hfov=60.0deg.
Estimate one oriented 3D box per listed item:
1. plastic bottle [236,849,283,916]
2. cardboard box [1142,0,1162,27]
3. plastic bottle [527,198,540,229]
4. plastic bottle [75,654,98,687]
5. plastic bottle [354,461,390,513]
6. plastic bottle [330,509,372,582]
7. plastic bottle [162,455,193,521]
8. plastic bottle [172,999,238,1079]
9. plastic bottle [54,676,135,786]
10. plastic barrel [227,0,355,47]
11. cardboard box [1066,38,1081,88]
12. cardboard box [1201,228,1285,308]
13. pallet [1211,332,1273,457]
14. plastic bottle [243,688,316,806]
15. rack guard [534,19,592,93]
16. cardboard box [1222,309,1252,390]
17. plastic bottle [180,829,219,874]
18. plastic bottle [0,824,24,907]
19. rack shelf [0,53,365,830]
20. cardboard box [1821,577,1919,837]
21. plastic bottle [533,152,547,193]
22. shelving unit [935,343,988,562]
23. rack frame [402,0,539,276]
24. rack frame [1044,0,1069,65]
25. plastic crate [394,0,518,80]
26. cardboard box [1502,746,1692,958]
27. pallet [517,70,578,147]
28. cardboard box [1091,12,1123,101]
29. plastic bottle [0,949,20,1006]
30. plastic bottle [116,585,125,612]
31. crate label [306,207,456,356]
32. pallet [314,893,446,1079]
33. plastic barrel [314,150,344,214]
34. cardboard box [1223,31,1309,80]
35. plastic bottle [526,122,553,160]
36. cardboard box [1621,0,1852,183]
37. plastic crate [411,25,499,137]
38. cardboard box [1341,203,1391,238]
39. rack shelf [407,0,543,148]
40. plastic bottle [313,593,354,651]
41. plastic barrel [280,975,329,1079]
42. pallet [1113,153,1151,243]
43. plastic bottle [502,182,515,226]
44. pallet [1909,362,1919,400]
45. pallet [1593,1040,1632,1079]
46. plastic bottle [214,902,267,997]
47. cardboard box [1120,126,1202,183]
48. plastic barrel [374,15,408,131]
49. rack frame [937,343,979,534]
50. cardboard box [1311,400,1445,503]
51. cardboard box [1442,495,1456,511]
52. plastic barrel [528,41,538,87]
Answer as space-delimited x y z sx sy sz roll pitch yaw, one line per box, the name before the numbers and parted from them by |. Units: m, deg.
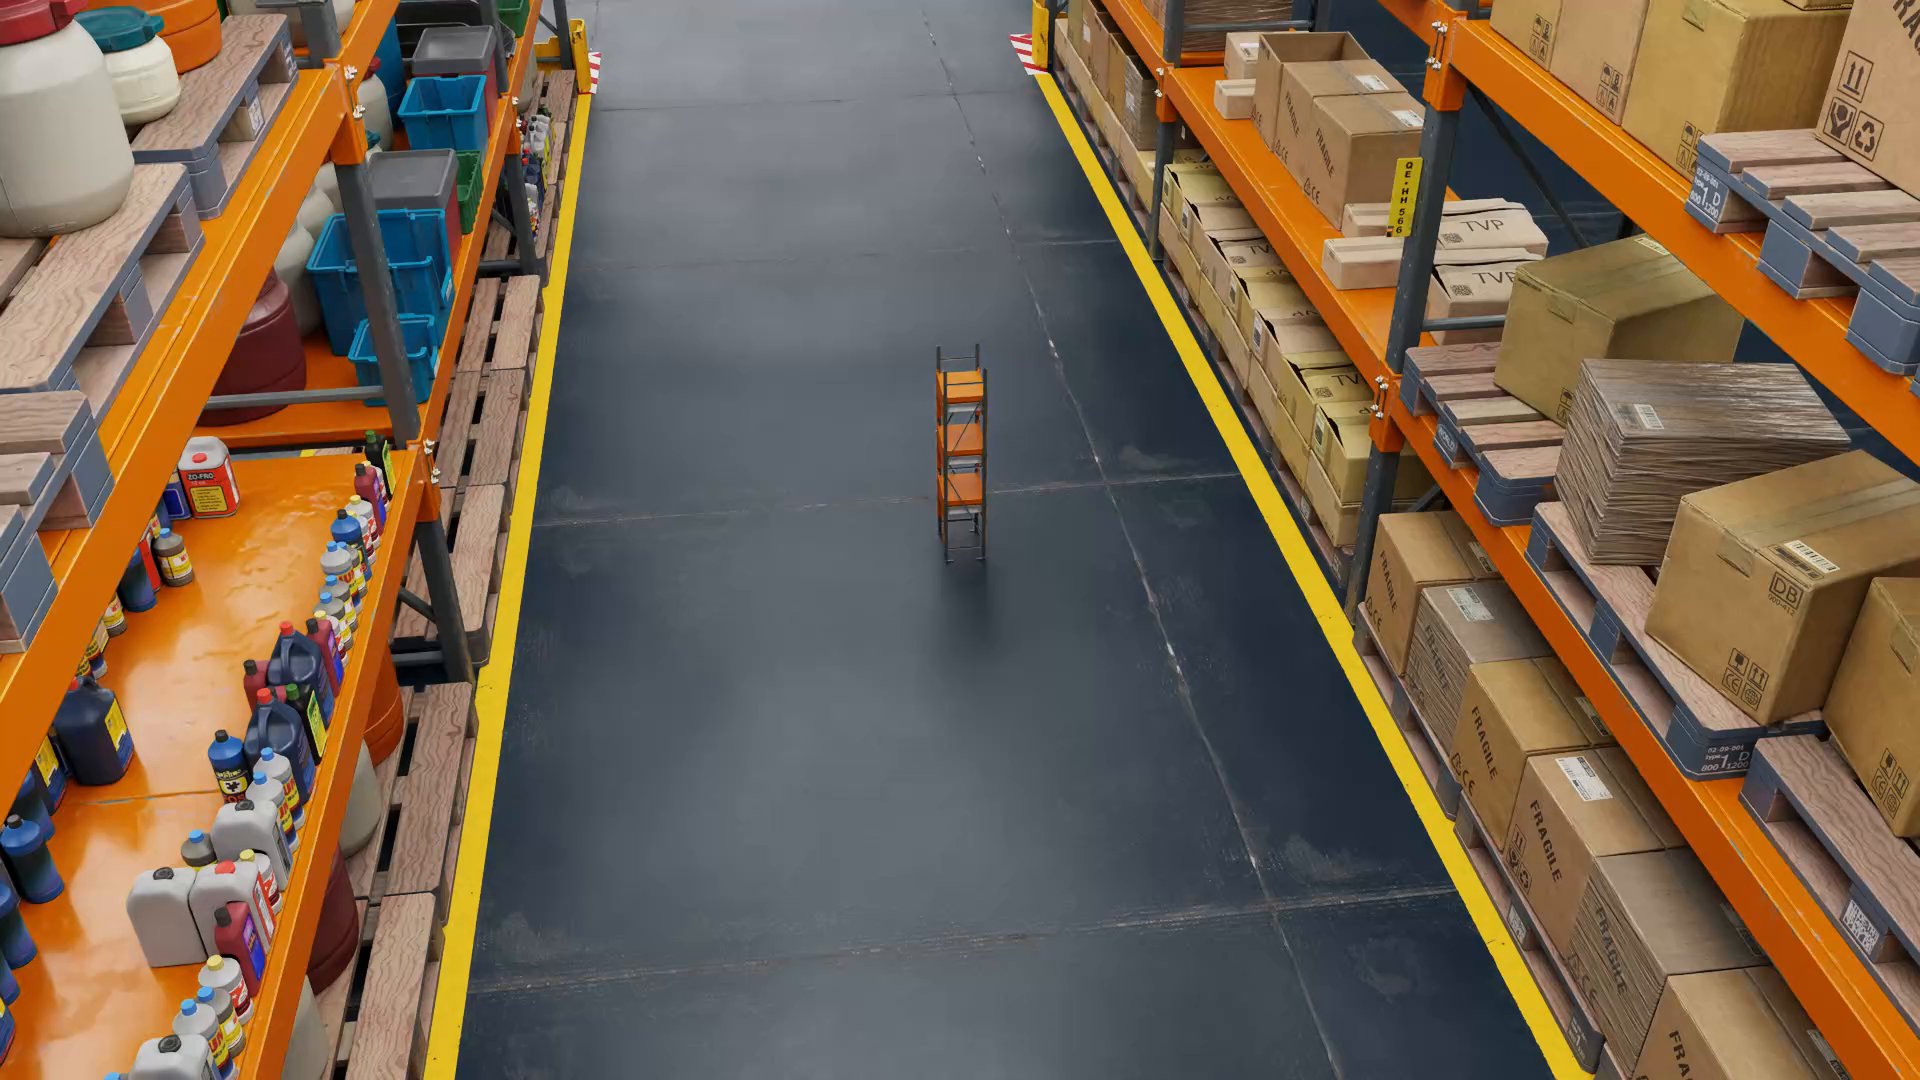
plastic bottle | -1.876 0.909 4.429 0.097 0.201 0.097 0 34 0
cardboard box | 1.612 -3.722 10.959 0.700 0.500 0.500 -5 35 -7
plastic bottle | -2.790 -2.117 10.786 0.097 0.201 0.097 0 34 0
plastic bottle | -2.765 0.367 5.162 0.097 0.271 0.097 0 34 0
plastic bottle | -2.141 -0.193 6.046 0.097 0.201 0.097 0 34 0
plastic bottle | -2.084 0.015 5.678 0.097 0.271 0.097 0 34 0
plastic bottle | -2.878 -0.217 6.015 0.152 0.276 0.135 -4 35 -6
plastic bottle | -1.800 1.193 3.951 0.097 0.271 0.097 0 34 0
plastic bottle | -2.541 0.529 4.855 0.144 0.351 0.185 -4 35 -6
plastic barrel | -2.354 -2.017 5.783 0.421 0.512 0.421 0 34 0
cardboard box | 1.140 -3.814 13.252 0.500 0.250 0.500 -4 35 -6
cardboard box | 1.697 -1.591 9.491 0.500 0.311 0.500 -5 35 -8
pallet | 2.060 -0.897 9.379 1.003 0.211 1.213 -4 35 -6
plastic bottle | -1.962 0.587 4.769 0.144 0.351 0.185 -4 35 -6
rack guard | -3.635 -3.927 13.568 1.175 0.500 0.348 -4 35 -6
cardboard box | 1.771 -1.075 9.233 0.500 0.250 0.500 -4 34 -5
plastic bottle | -2.039 0.866 4.492 0.097 0.201 0.097 0 34 0
plastic bottle | -2.618 0.864 4.429 0.152 0.276 0.135 -4 35 -6
rack shelf | -2.347 -0.361 4.091 1.077 0.370 4.000 -4 35 -6
cardboard box | 2.834 0.449 4.465 0.700 0.500 0.500 1 34 1
plastic bottle | -2.858 -2.508 11.289 0.061 0.283 0.133 -3 34 -4
shelving unit | 0.007 -0.404 7.911 0.215 1.050 0.252 -4 35 -6
rack frame | -3.154 -2.767 9.646 1.000 3.000 0.127 -4 35 -6
rack frame | 1.217 -5.372 13.469 1.000 3.000 0.127 -4 35 -6
plastic crate | -3.098 -3.043 10.106 0.767 0.338 0.504 -4 35 -6
cardboard box | 2.285 1.082 5.828 0.500 0.500 0.500 -5 35 -8
pallet | -3.531 -3.354 12.984 1.003 0.211 1.213 -4 35 -6
cardboard box | 1.268 -3.566 12.221 0.500 0.500 0.500 -4 35 -6
plastic bottle | -2.447 1.050 4.160 0.097 0.271 0.097 0 34 0
plastic bottle | -2.843 0.116 5.520 0.061 0.283 0.133 -4 35 -6
crate label | -2.482 -1.124 7.204 0.502 0.435 0.616 -4 35 -6
pallet | -2.308 1.734 5.518 1.003 0.211 1.213 -4 35 -6
plastic barrel | -3.086 -1.621 7.845 0.433 0.535 0.433 0 34 0
cardboard box | 1.864 -2.806 9.838 0.500 0.250 0.500 -2 34 -3
plastic bottle | -2.985 -2.843 11.786 0.152 0.276 0.135 -5 35 -8
cardboard box | 2.524 -1.373 4.848 0.910 0.500 0.500 -4 35 -6
plastic crate | -2.786 -2.546 9.266 0.402 0.464 0.583 -4 35 -6
cardboard box | 2.066 -1.511 8.027 0.380 0.149 0.250 -2 34 -3
rack shelf | -3.423 -3.585 11.486 1.077 0.370 4.000 -4 35 -6
plastic bottle | -2.032 0.261 5.379 0.097 0.201 0.097 0 34 0
plastic barrel | -2.217 1.530 5.177 0.421 0.512 0.421 0 34 0
pallet | 1.690 -2.434 11.635 1.003 0.211 1.213 -4 35 -6
plastic bottle | -2.938 -2.207 10.846 0.061 0.283 0.133 -4 35 -6
pallet | 2.813 -0.207 3.393 1.213 0.211 1.003 -4 35 -6
pallet | 2.684 2.026 5.090 1.003 0.211 1.213 -4 35 -6
plastic bottle | -1.824 1.013 4.203 0.061 0.283 0.133 -4 35 -6
cardboard box | 1.419 -2.699 11.616 0.500 0.250 0.500 -4 35 -6
plastic barrel | -3.402 -2.735 9.155 0.600 0.901 0.708 -4 35 -6
rack frame | -0.009 -0.472 8.010 0.200 1.050 0.008 -4 35 -6
cardboard box | 1.978 -0.450 7.818 0.500 0.311 0.500 -3 34 -5
cardboard box | 2.514 -0.259 8.036 0.500 0.250 0.500 -4 35 -7
plastic barrel | -3.528 -3.783 12.973 0.421 0.512 0.421 0 34 0
